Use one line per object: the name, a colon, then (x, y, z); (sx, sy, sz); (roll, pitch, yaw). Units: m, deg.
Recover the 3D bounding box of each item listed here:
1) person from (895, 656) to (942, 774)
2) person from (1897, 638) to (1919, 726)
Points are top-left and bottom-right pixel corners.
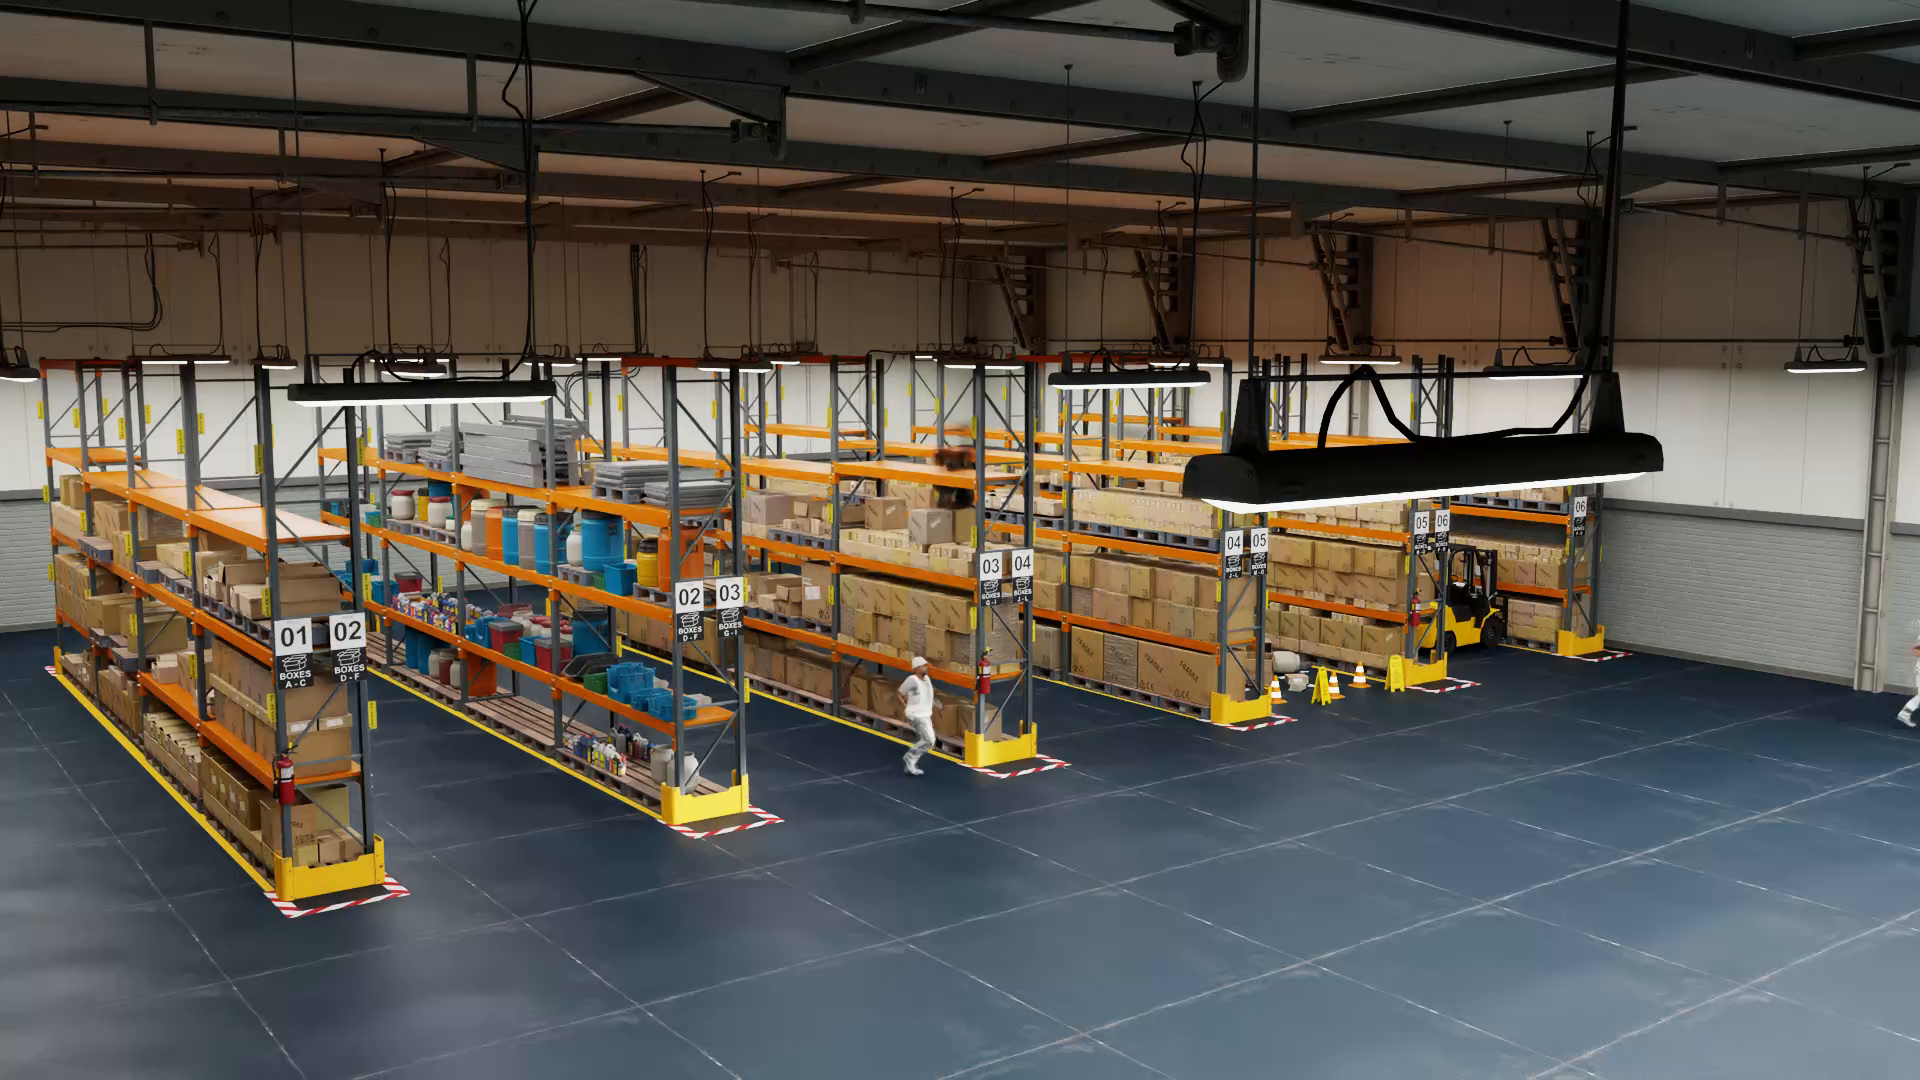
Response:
person: (-0.550, 2.559, 24.213); (0.577, 1.734, 0.669); (3, 8, 25)
person: (15.697, 2.193, 26.919); (0.843, 1.821, 0.636); (5, 8, 34)
